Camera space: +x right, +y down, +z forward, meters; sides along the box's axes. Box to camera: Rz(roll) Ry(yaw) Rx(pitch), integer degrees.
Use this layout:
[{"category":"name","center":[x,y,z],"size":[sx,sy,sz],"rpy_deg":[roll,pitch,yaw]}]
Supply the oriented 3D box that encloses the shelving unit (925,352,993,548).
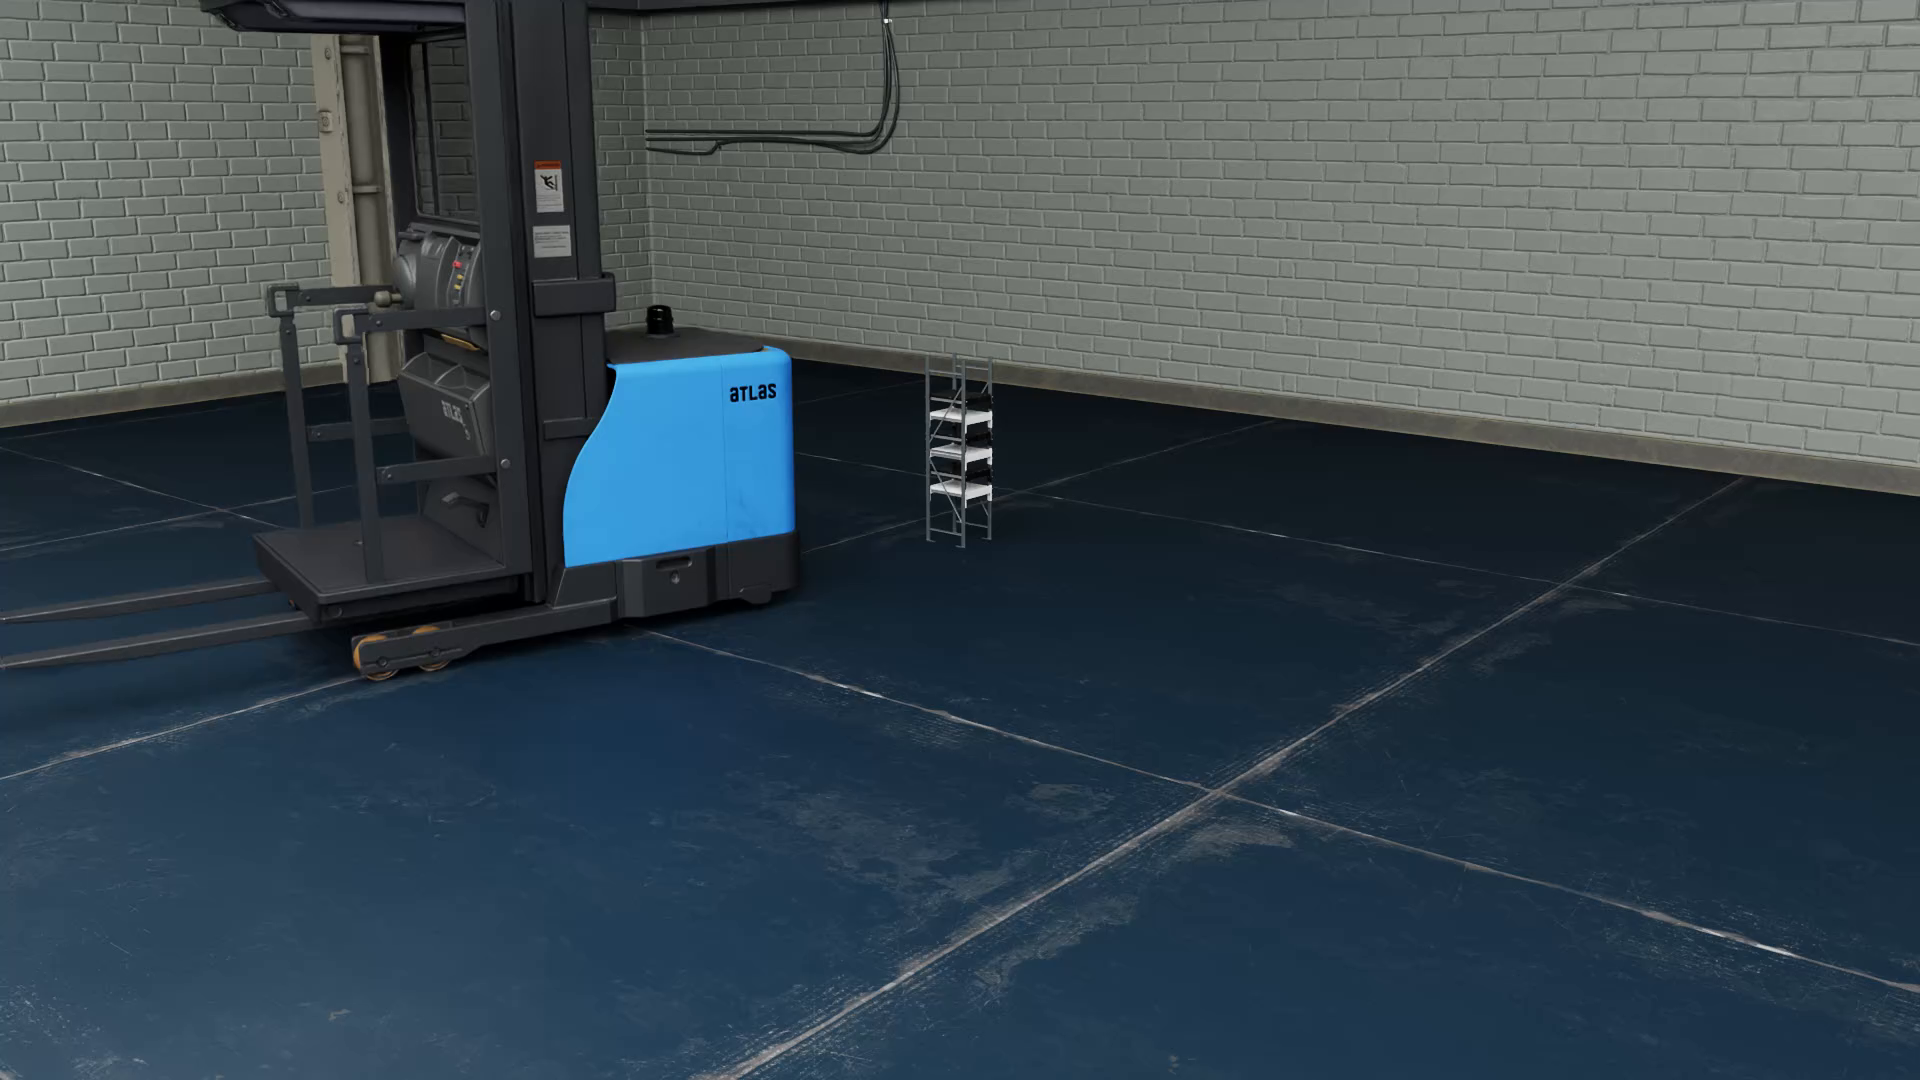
[{"category":"shelving unit","center":[-0.005,-0.435,8.006],"size":[0.258,0.900,0.210],"rpy_deg":[11,18,38]}]

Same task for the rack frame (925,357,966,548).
[{"category":"rack frame","center":[-0.069,-0.415,7.929],"size":[0.240,0.900,0.006],"rpy_deg":[11,18,38]}]

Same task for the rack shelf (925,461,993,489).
[{"category":"rack shelf","center":[-0.005,-0.315,8.036],"size":[0.258,0.077,0.200],"rpy_deg":[11,18,38]}]

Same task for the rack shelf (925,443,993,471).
[{"category":"rack shelf","center":[-0.005,-0.402,8.014],"size":[0.258,0.077,0.200],"rpy_deg":[11,18,38]}]

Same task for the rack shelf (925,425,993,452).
[{"category":"rack shelf","center":[-0.005,-0.490,7.992],"size":[0.258,0.077,0.200],"rpy_deg":[11,18,38]}]

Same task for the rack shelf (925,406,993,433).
[{"category":"rack shelf","center":[-0.005,-0.577,7.970],"size":[0.258,0.077,0.200],"rpy_deg":[11,18,38]}]

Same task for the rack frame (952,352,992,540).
[{"category":"rack frame","center":[0.059,-0.454,8.083],"size":[0.240,0.900,0.006],"rpy_deg":[11,18,38]}]

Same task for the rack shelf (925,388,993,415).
[{"category":"rack shelf","center":[-0.005,-0.664,7.948],"size":[0.258,0.077,0.200],"rpy_deg":[11,18,38]}]

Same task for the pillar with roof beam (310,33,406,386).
[{"category":"pillar with roof beam","center":[-1.231,-4.940,9.294],"size":[9.100,9.000,0.400],"rpy_deg":[11,18,38]}]

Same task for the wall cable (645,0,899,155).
[{"category":"wall cable","center":[-1.700,-4.461,13.714],"size":[3.097,2.526,0.112],"rpy_deg":[11,18,38]}]

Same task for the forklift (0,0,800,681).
[{"category":"forklift","center":[-2.186,-1.053,6.315],"size":[3.031,2.935,1.130],"rpy_deg":[-10,17,-33]}]

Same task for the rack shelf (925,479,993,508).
[{"category":"rack shelf","center":[-0.005,-0.228,8.059],"size":[0.258,0.077,0.200],"rpy_deg":[11,18,38]}]
